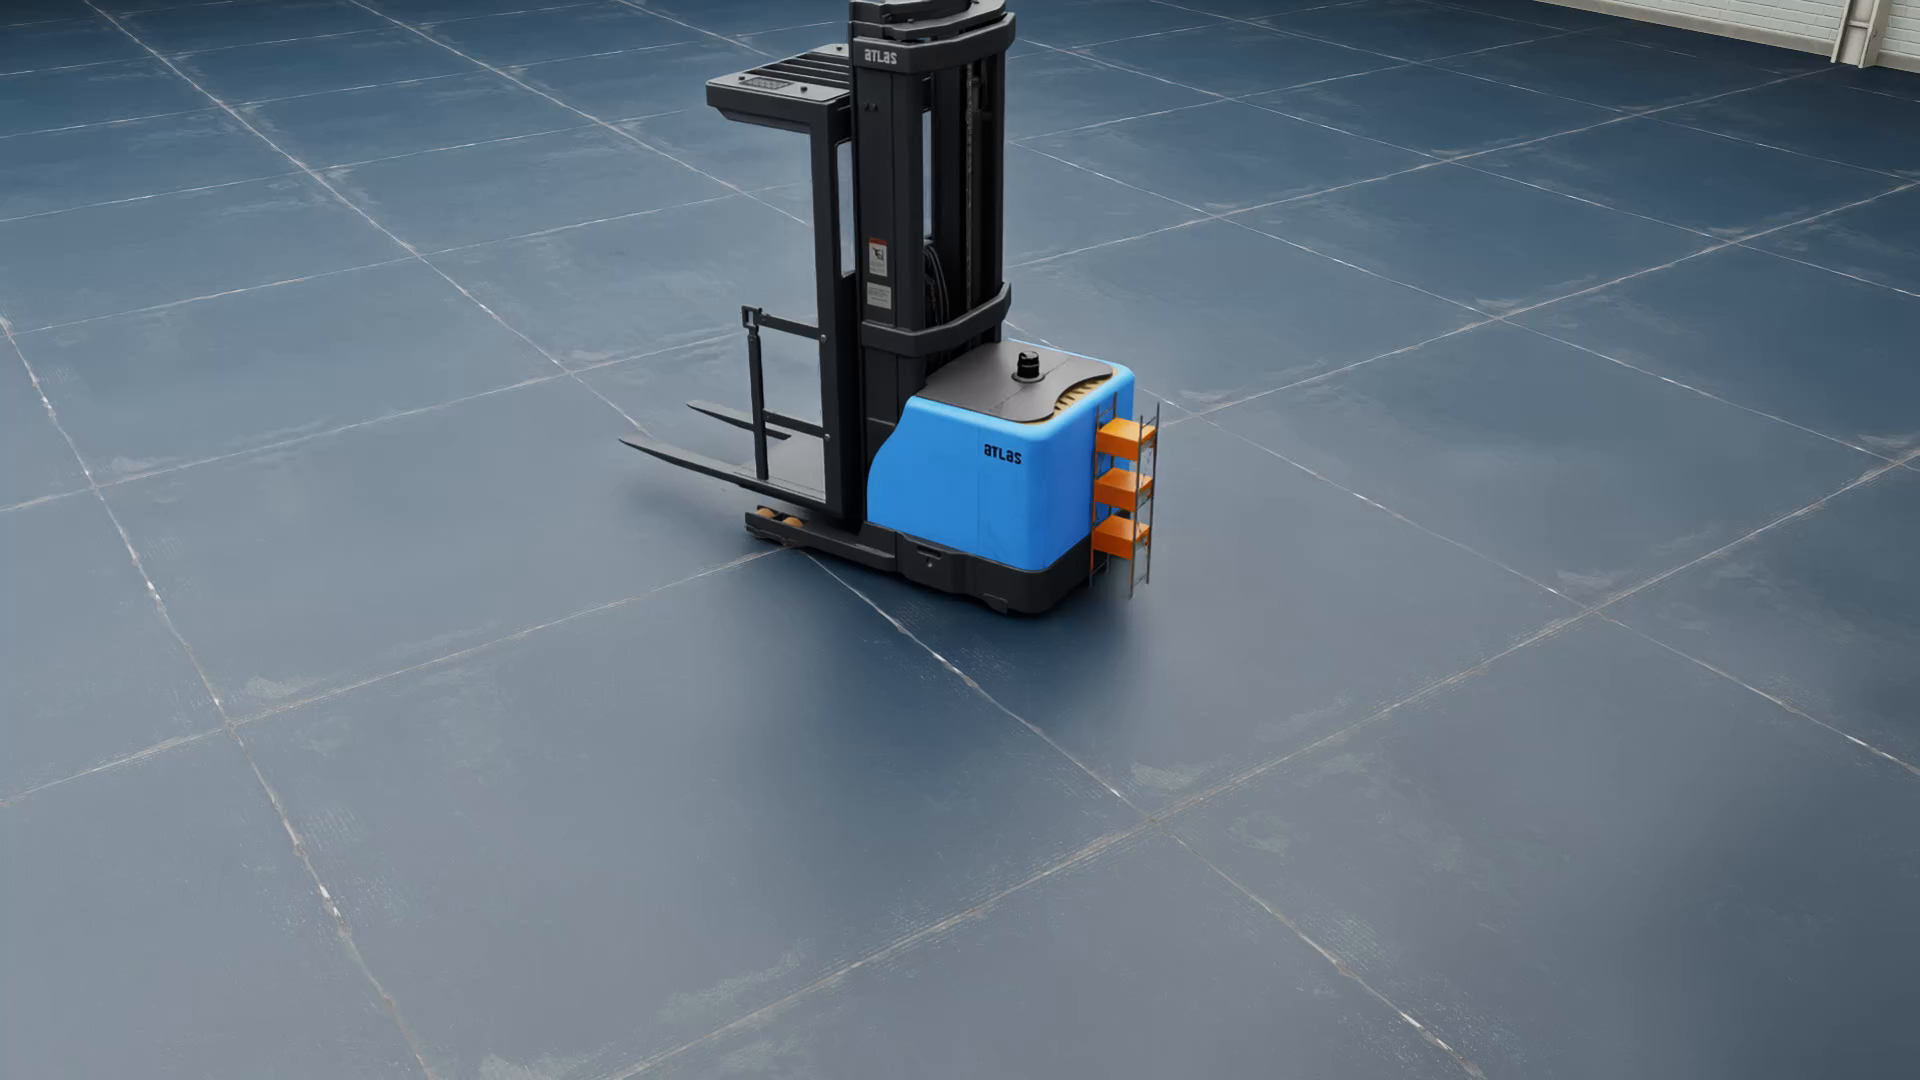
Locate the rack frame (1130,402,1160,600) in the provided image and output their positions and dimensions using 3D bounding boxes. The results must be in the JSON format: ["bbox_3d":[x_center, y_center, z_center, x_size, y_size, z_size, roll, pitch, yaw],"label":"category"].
[{"bbox_3d":[0.943,-0.188,8.496,0.008,1.050,0.200,17,33,29],"label":"rack frame"}]

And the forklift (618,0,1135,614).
[{"bbox_3d":[-0.588,-1.437,8.824,3.031,2.935,1.130,17,33,29],"label":"forklift"}]

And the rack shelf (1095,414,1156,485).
[{"bbox_3d":[0.841,-0.460,8.424,0.240,0.259,0.215,17,33,29],"label":"rack shelf"}]

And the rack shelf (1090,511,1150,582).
[{"bbox_3d":[0.841,0.034,8.692,0.240,0.259,0.215,17,33,29],"label":"rack shelf"}]

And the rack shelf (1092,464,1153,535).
[{"bbox_3d":[0.841,-0.210,8.559,0.240,0.259,0.215,17,33,29],"label":"rack shelf"}]

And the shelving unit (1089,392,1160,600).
[{"bbox_3d":[0.841,-0.219,8.554,0.252,1.050,0.215,17,33,29],"label":"shelving unit"}]

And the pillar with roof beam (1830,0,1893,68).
[{"bbox_3d":[7.019,-8.381,15.252,9.100,9.000,0.400,-19,34,-31],"label":"pillar with roof beam"}]

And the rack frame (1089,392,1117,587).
[{"bbox_3d":[0.739,-0.251,8.613,0.008,1.050,0.200,17,33,29],"label":"rack frame"}]
